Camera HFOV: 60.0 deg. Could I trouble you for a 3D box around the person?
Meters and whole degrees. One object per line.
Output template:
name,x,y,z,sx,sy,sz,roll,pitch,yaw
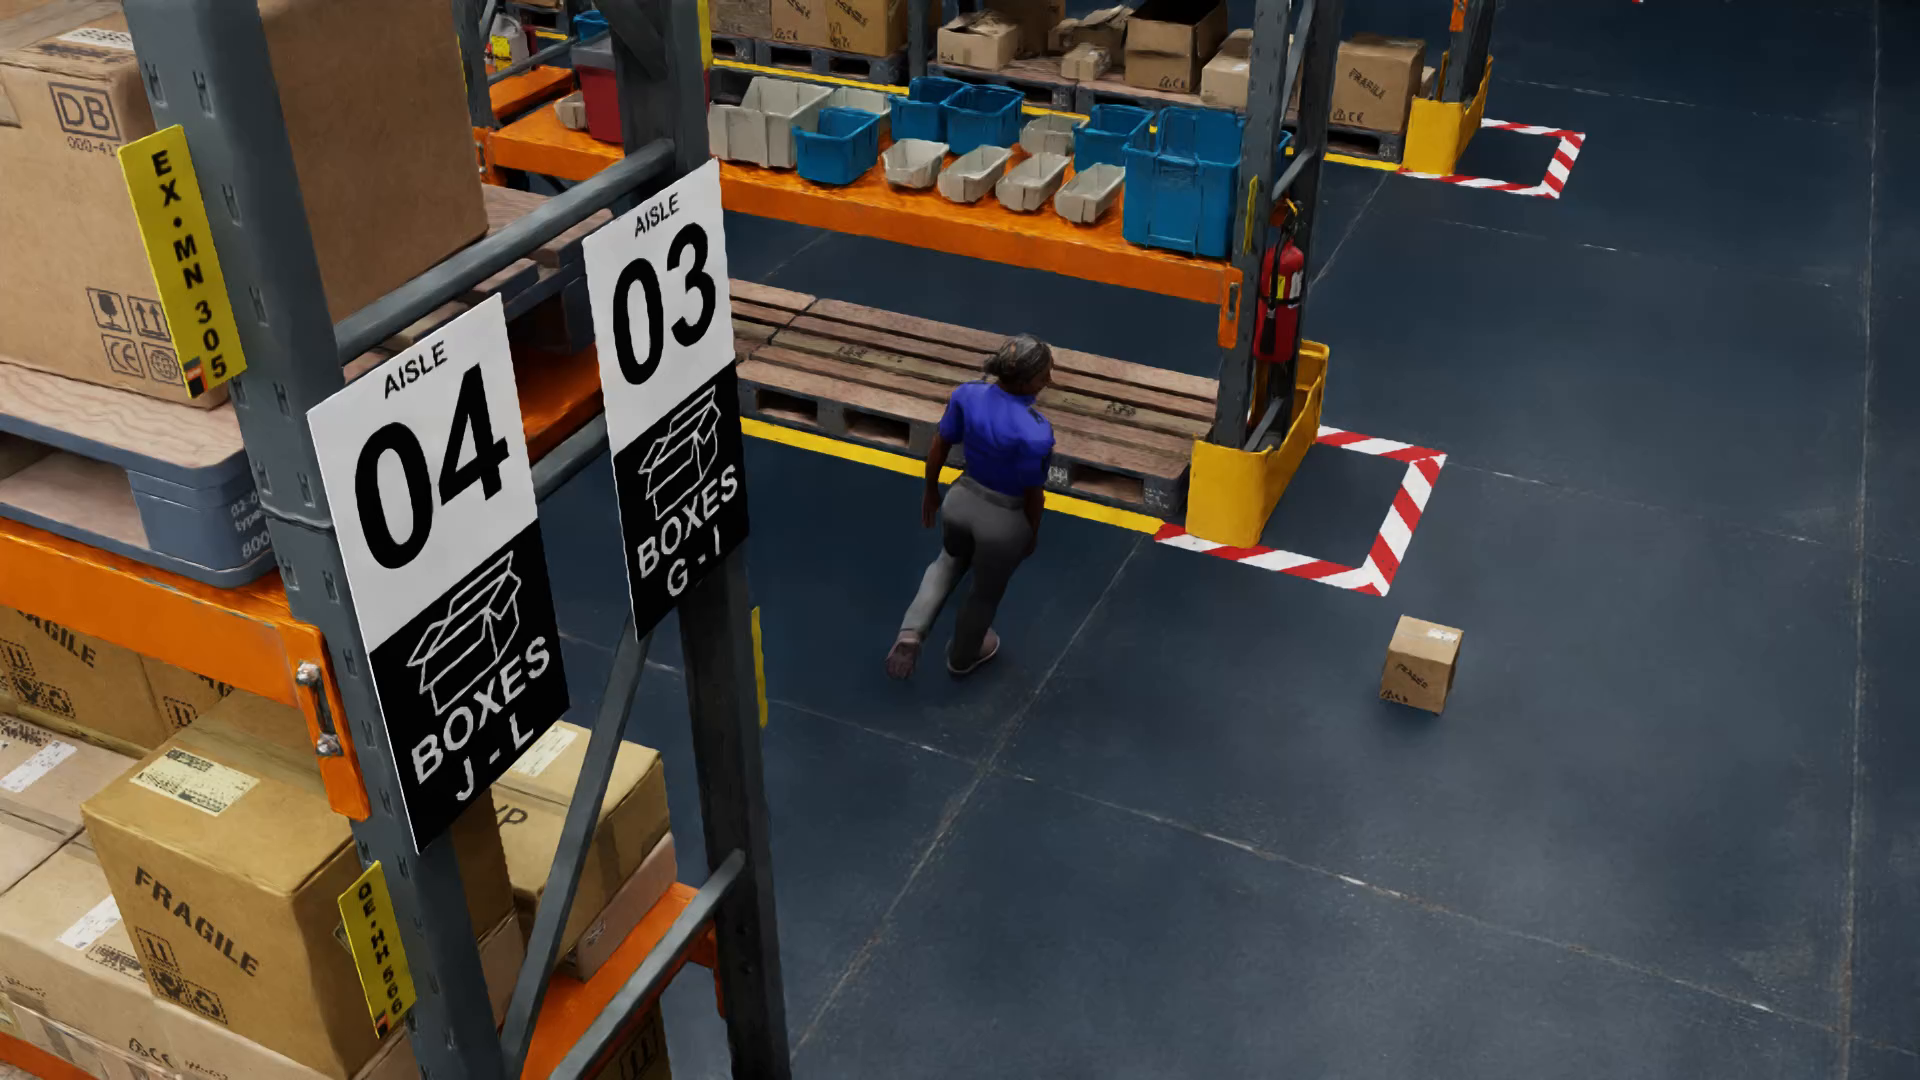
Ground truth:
person,0.084,-0.067,6.255,0.563,1.614,0.614,21,39,28
